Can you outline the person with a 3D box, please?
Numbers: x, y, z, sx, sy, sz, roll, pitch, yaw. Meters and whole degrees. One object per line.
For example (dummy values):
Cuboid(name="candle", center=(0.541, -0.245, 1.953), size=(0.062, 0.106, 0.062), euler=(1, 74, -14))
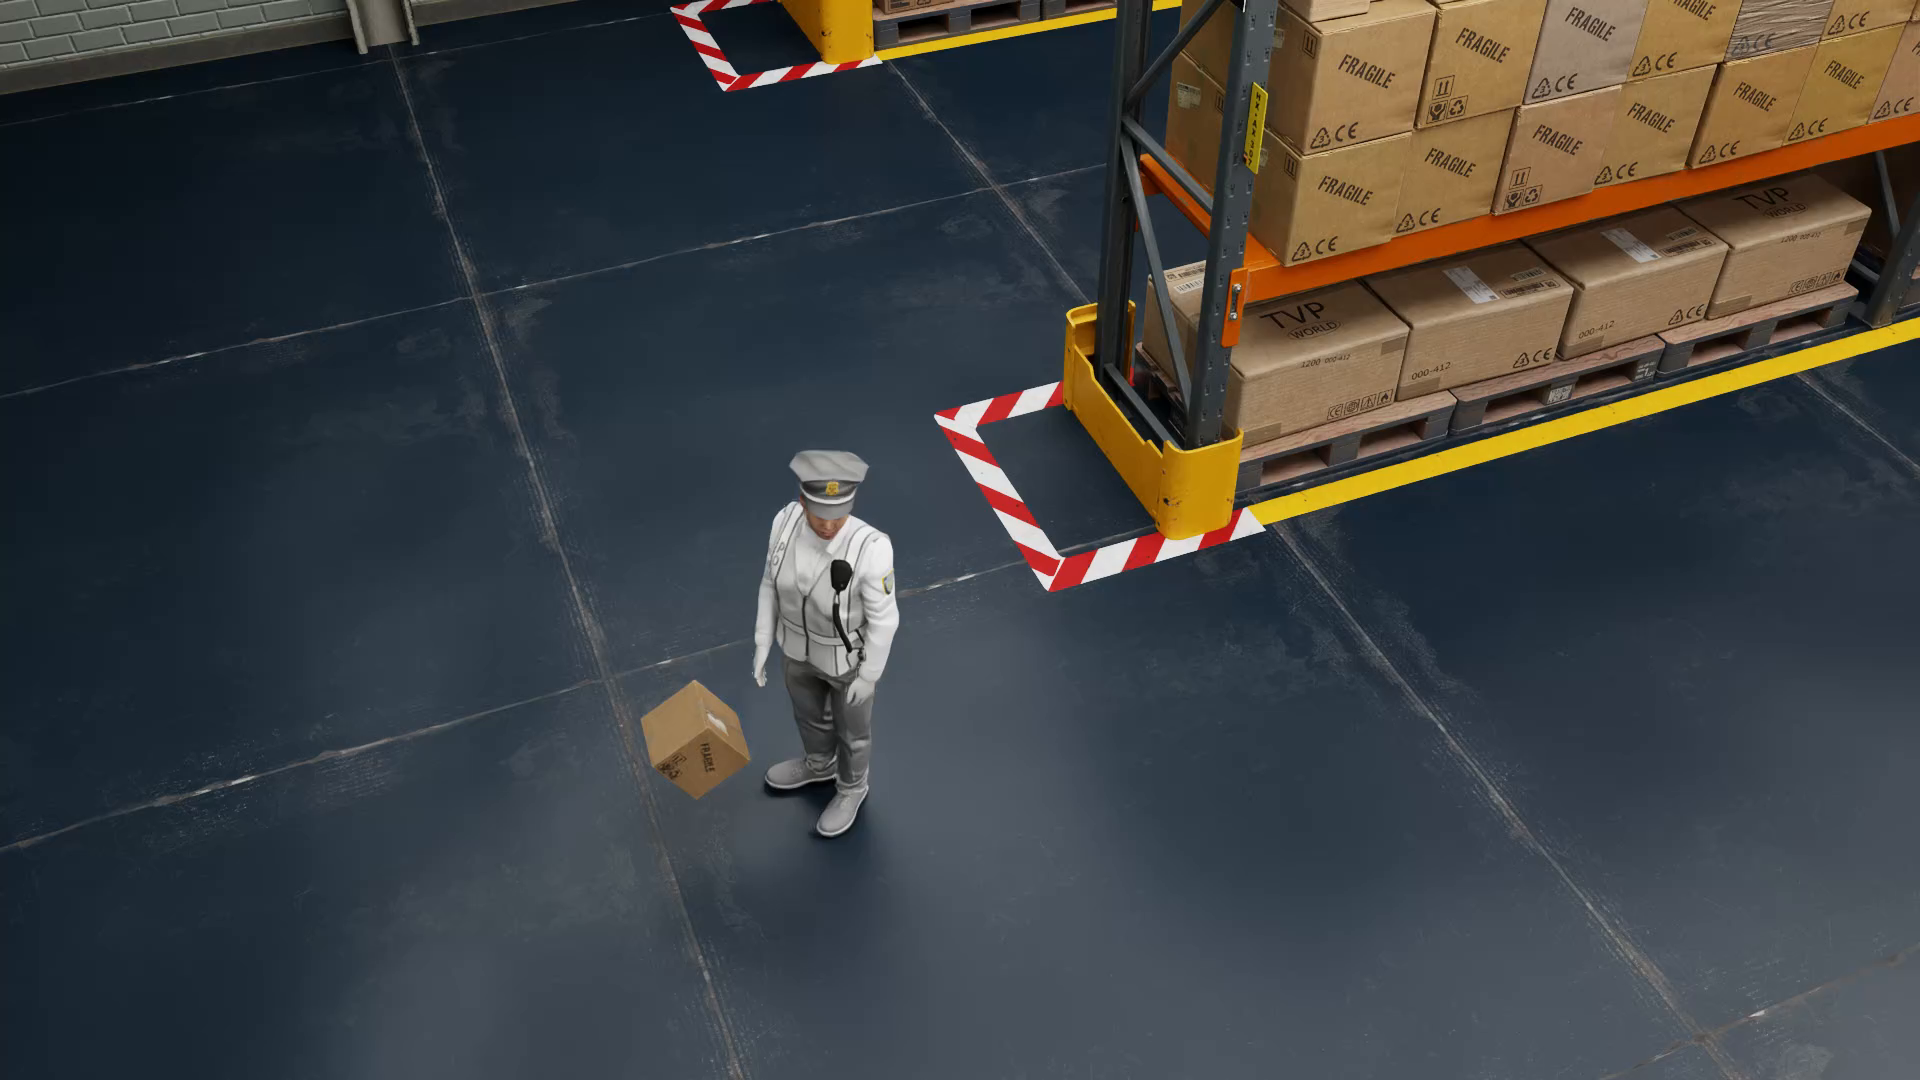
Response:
Cuboid(name="person", center=(-0.485, 0.381, 5.709), size=(0.585, 1.685, 0.378), euler=(21, 46, 22))
